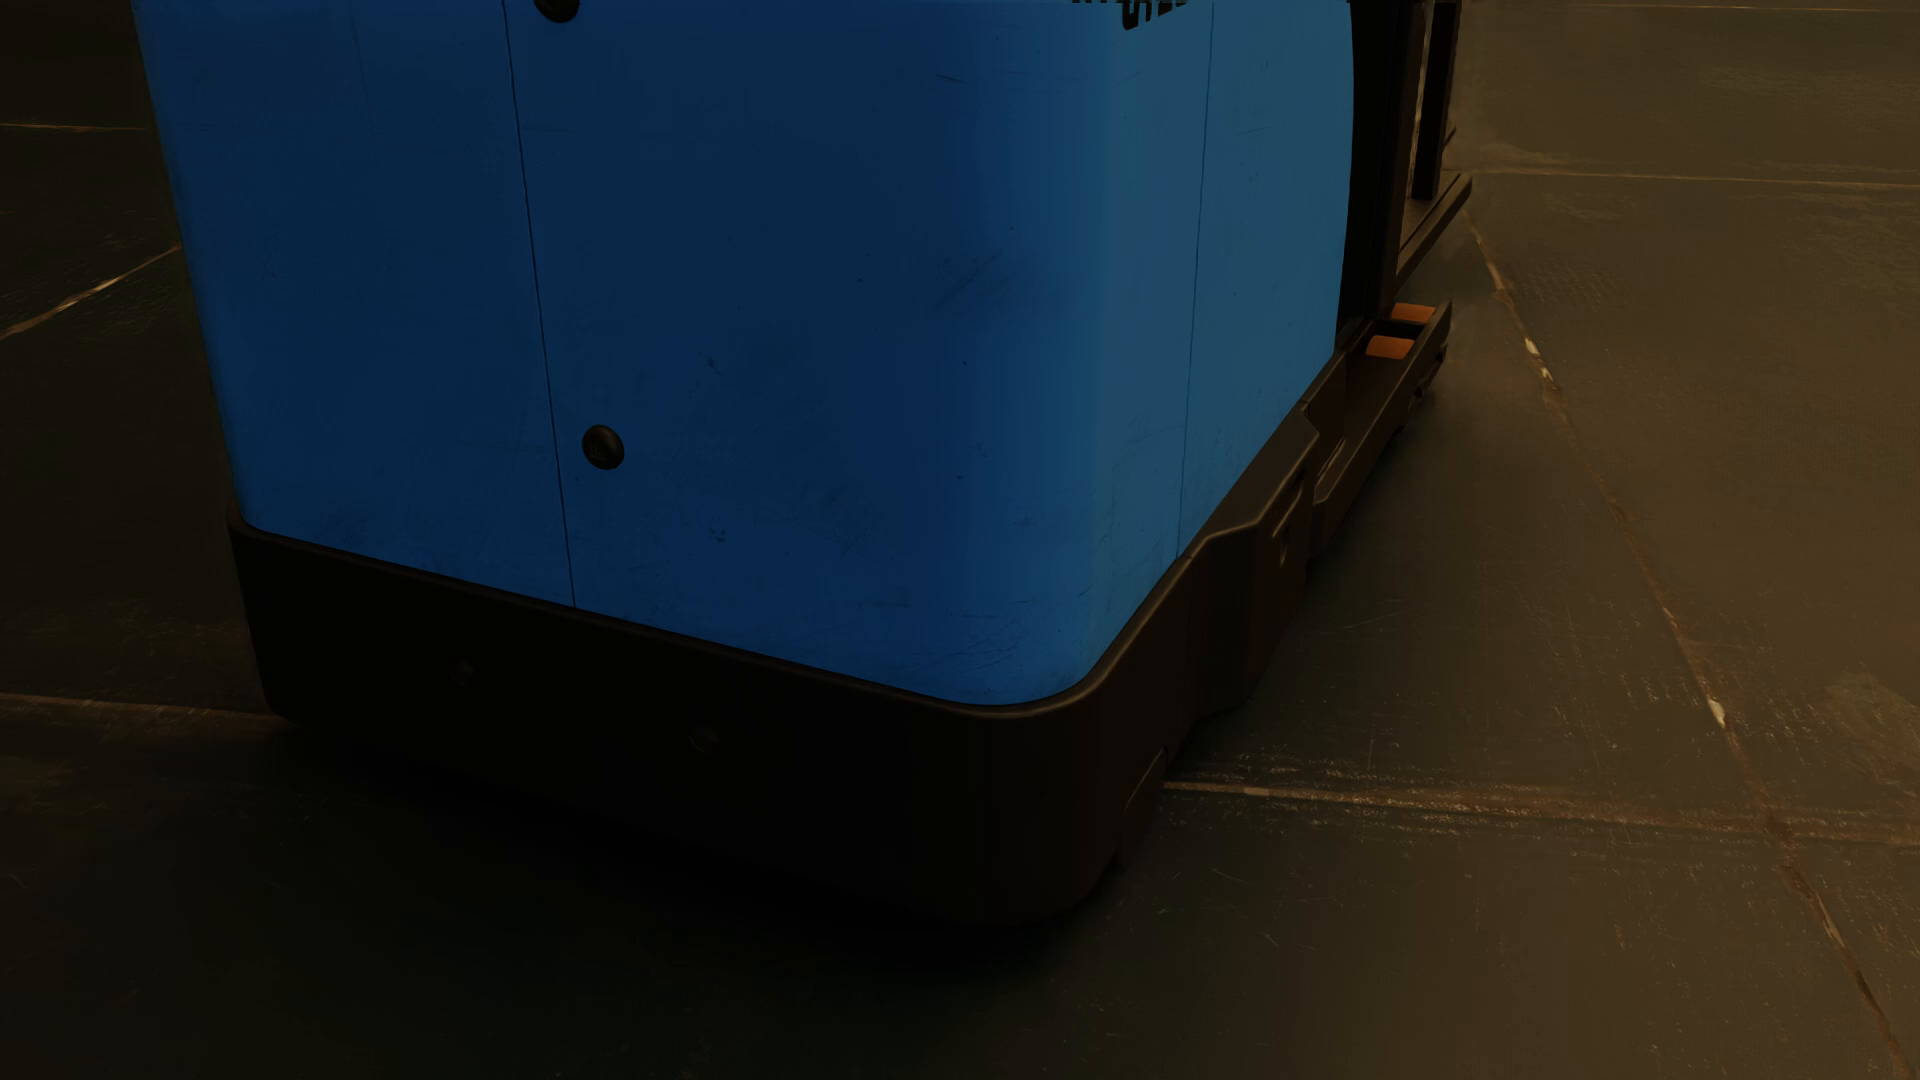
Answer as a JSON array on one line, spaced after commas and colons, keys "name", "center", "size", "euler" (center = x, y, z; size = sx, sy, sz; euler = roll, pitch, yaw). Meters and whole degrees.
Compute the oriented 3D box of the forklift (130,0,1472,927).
[{"name": "forklift", "center": [0.248, -1.571, 2.367], "size": [1.130, 2.935, 3.031], "euler": [12, 29, 22]}]
